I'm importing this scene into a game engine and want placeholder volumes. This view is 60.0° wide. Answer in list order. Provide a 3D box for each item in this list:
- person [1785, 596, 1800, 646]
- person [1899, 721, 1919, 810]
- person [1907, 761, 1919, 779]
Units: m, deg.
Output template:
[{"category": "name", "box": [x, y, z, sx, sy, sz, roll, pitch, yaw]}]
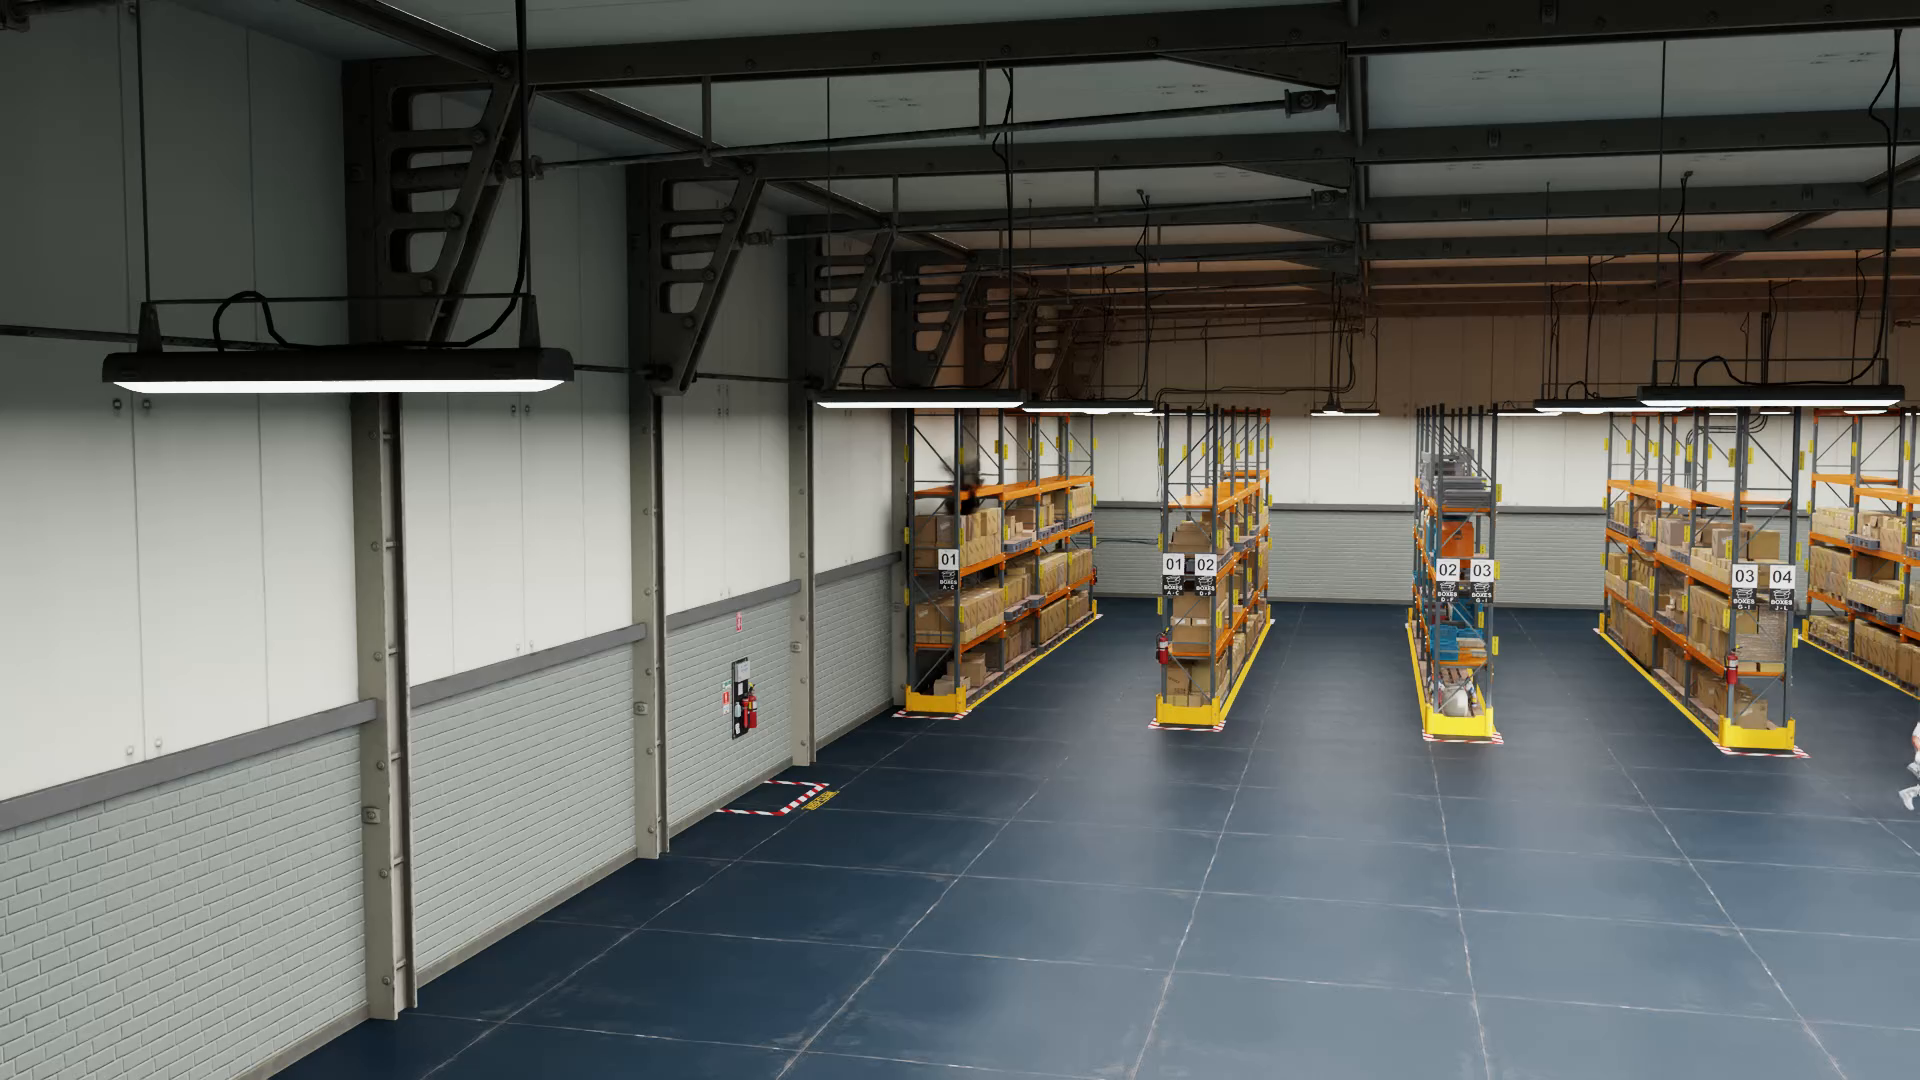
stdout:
[{"category": "person", "box": [19.903, 1.960, 40.095, 0.631, 1.738, 0.704, 1, 4, 19]}, {"category": "person", "box": [13.807, 3.135, 23.758, 0.621, 1.743, 0.705, 4, 5, 41]}, {"category": "person", "box": [15.108, 2.993, 25.673, 0.674, 1.822, 0.897, -4, 6, -43]}]
